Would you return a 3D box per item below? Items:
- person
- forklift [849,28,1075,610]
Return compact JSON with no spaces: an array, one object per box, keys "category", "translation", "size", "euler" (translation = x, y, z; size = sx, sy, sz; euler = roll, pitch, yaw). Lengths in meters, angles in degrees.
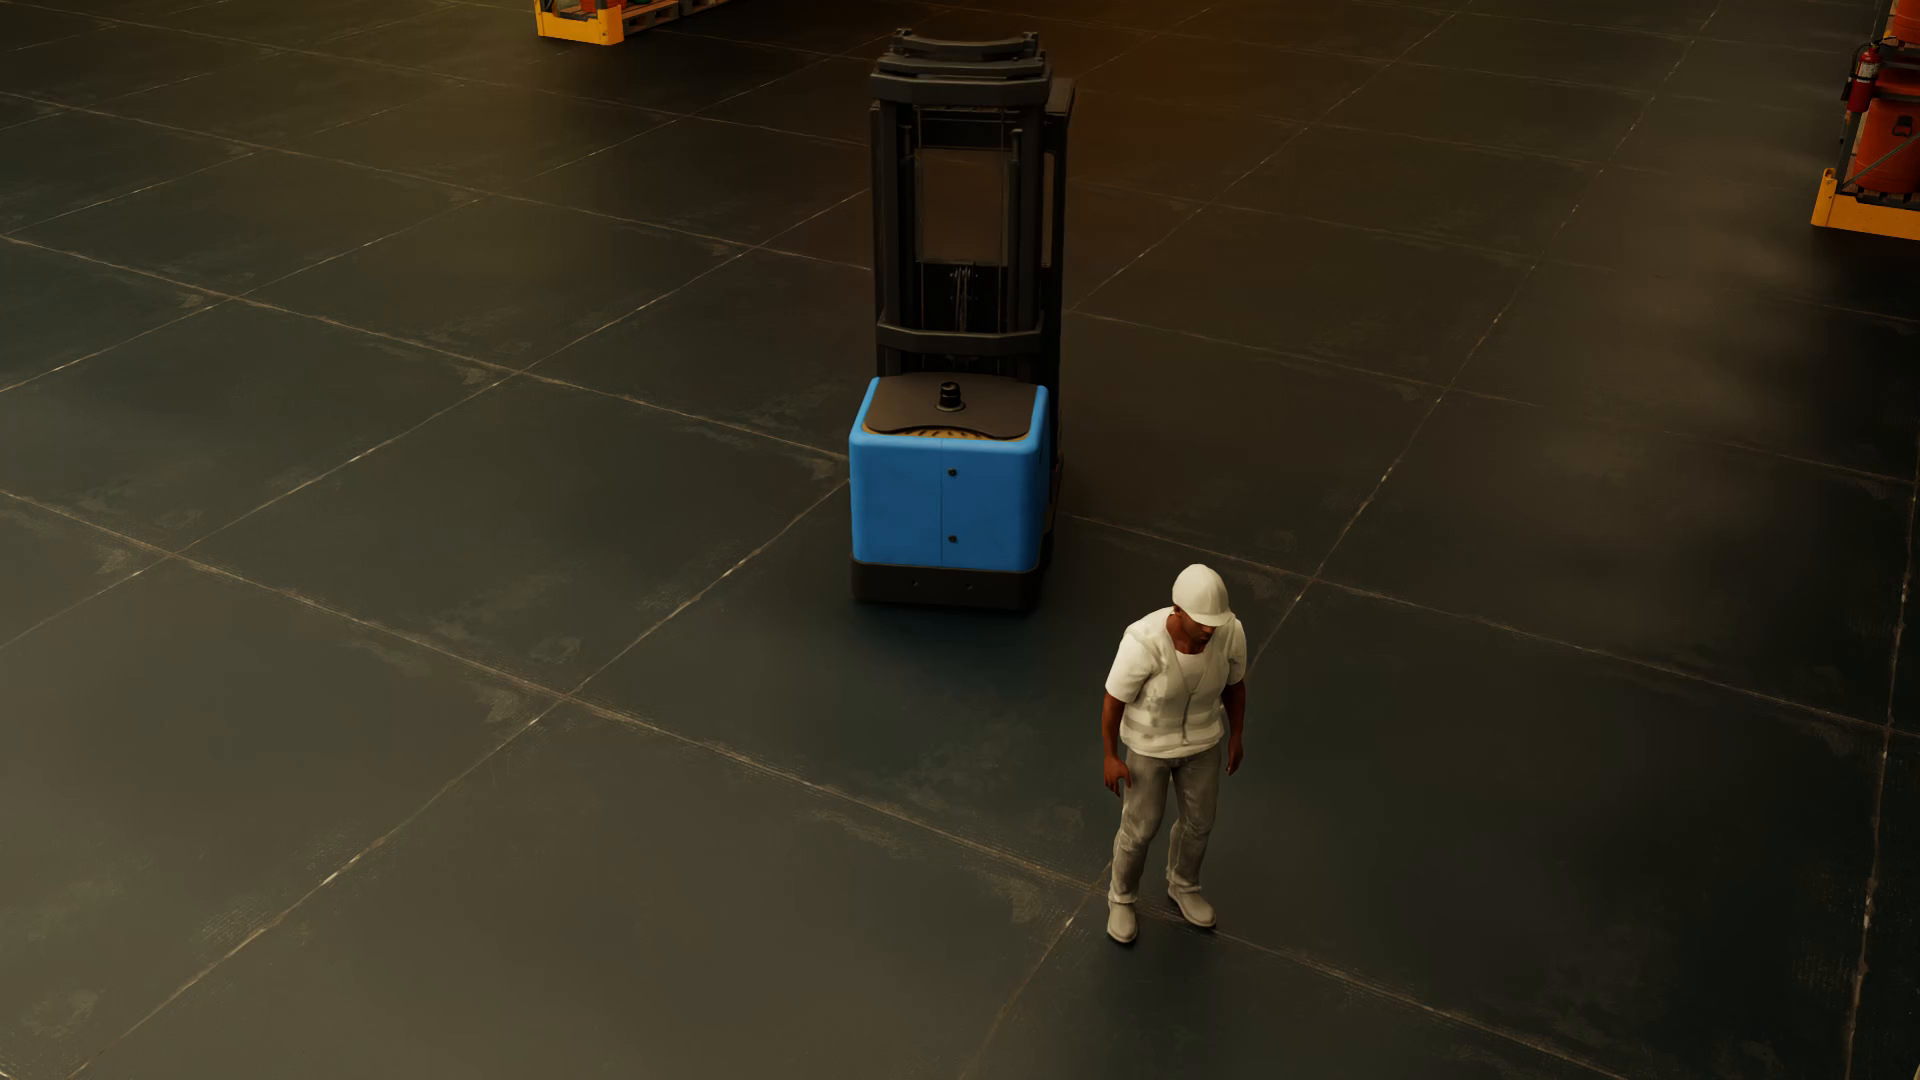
[{"category":"person","translation":[0.880,0.846,6.782],"size":[0.626,1.759,0.463],"euler":[-8,31,-14]},{"category":"forklift","translation":[0.078,-1.596,9.837],"size":[1.130,2.935,3.031],"euler":[3,30,6]}]
